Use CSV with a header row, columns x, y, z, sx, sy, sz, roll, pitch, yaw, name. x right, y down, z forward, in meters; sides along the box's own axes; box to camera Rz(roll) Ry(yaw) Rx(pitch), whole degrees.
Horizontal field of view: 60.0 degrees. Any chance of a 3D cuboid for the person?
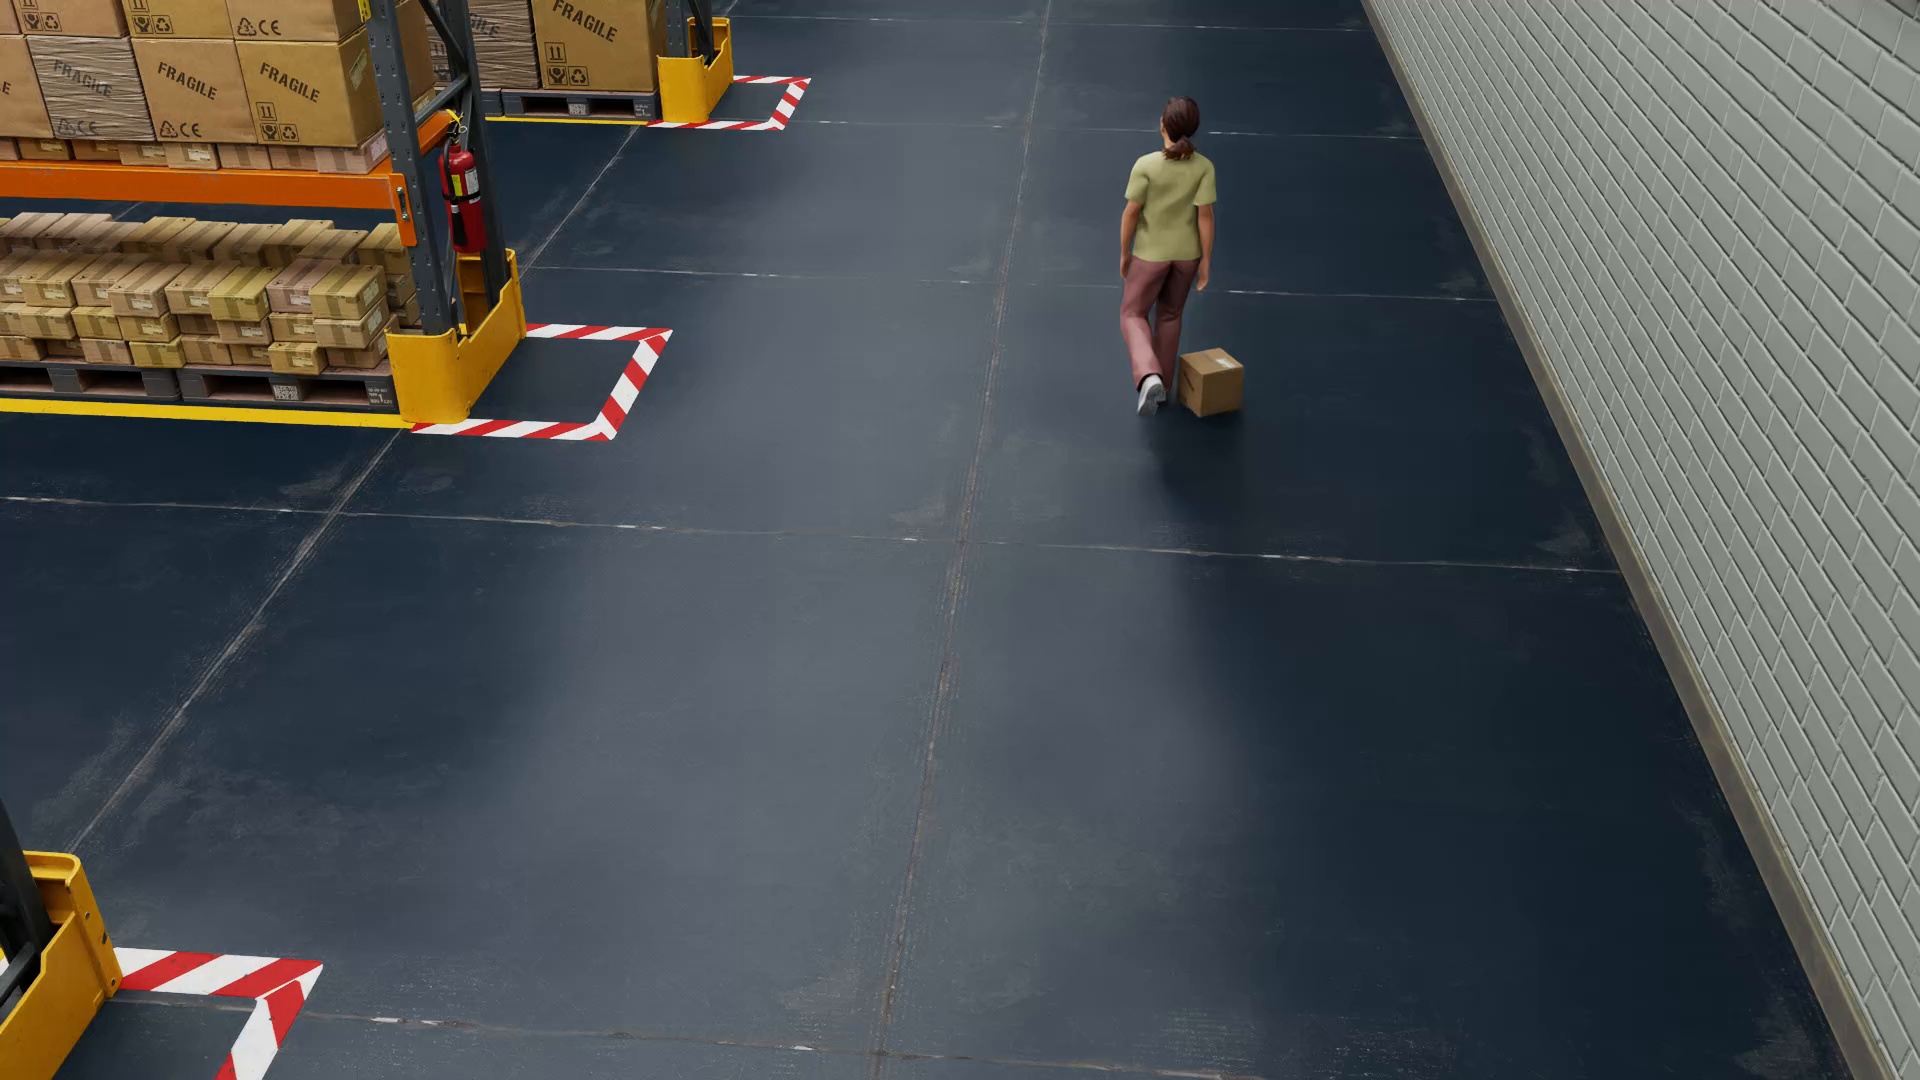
x,y,z,sx,sy,sz,roll,pitch,yaw,name
1.032,-1.392,8.336,0.458,1.647,0.703,-2,32,-3,person
